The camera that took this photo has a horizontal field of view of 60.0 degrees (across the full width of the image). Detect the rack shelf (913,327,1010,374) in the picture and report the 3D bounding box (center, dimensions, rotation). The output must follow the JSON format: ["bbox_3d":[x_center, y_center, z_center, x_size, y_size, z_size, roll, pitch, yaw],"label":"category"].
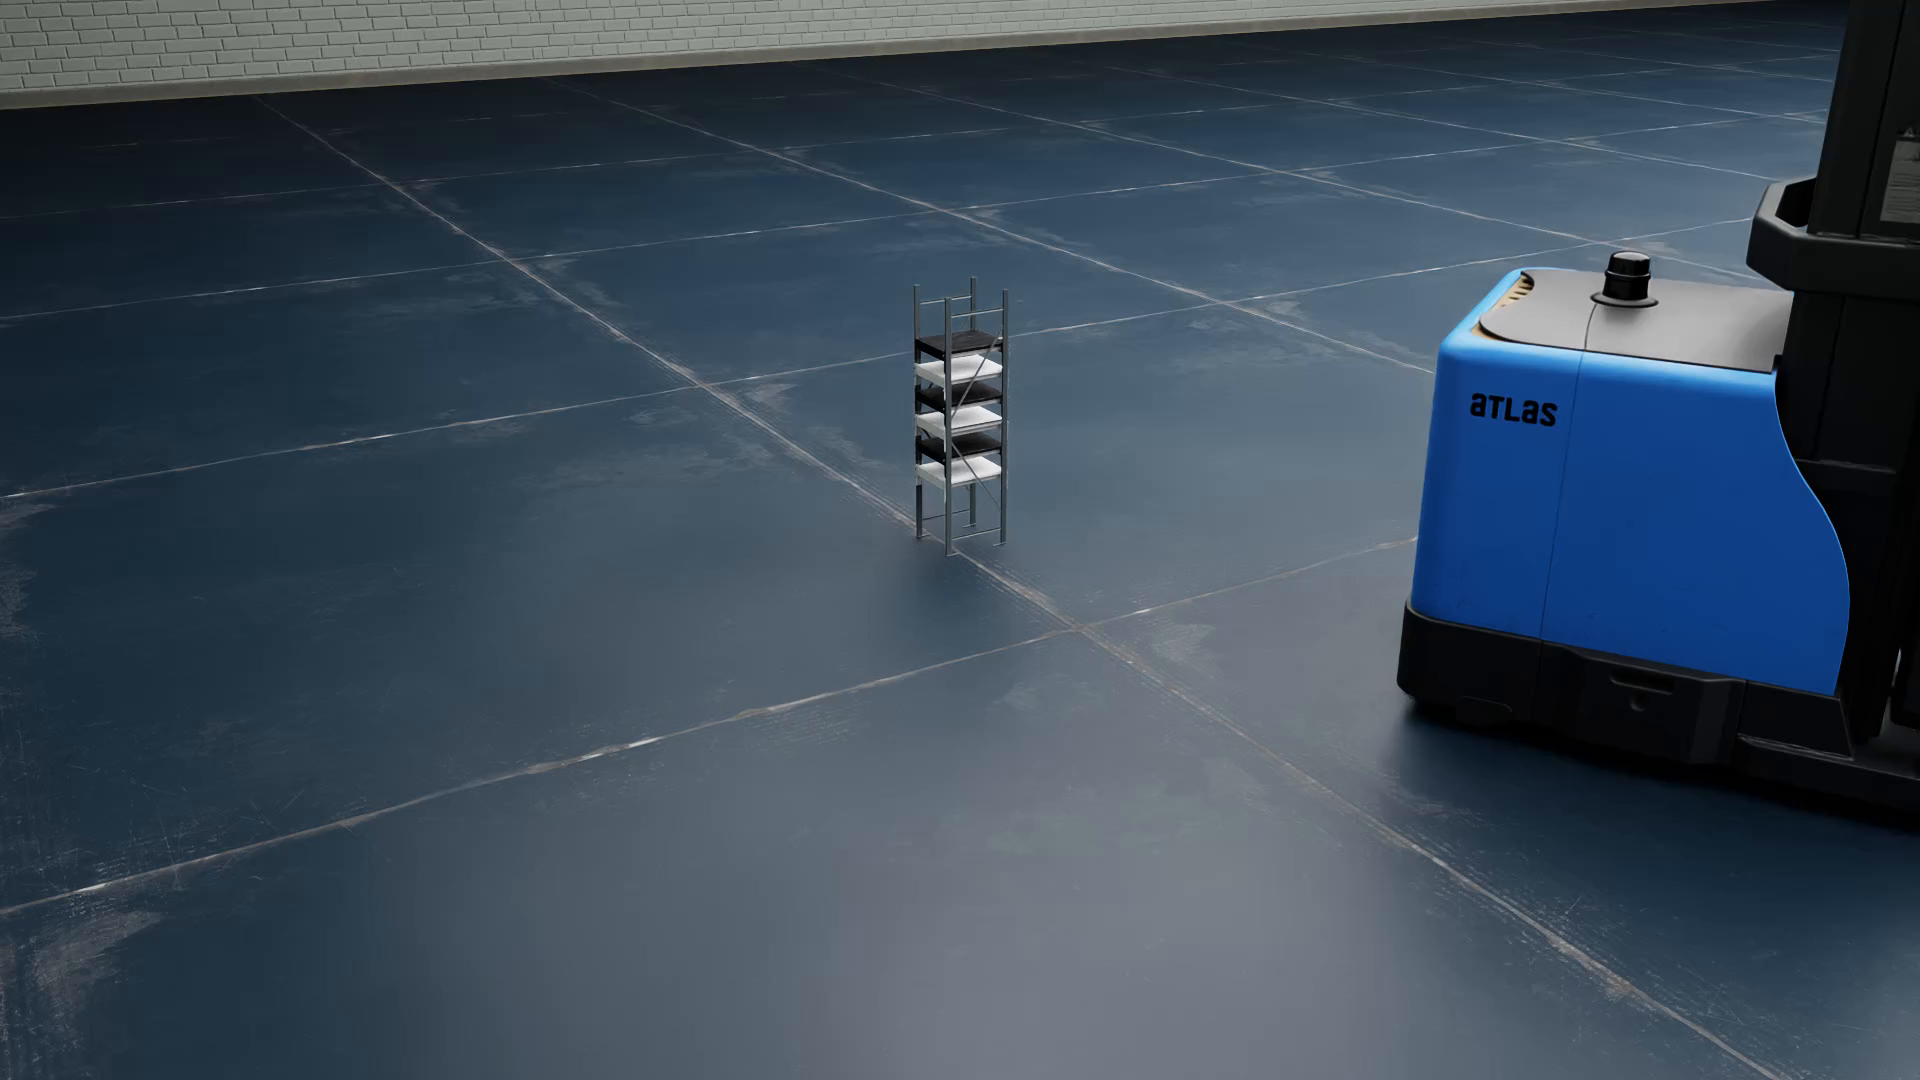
[{"bbox_3d":[0.004,-0.633,5.546,0.258,0.077,0.200,-13,25,-28],"label":"rack shelf"}]

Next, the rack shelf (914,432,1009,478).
[{"bbox_3d":[0.004,-0.300,5.682,0.258,0.077,0.200,-13,25,-28],"label":"rack shelf"}]

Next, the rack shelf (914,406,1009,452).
[{"bbox_3d":[0.004,-0.383,5.648,0.258,0.077,0.200,-13,25,-28],"label":"rack shelf"}]

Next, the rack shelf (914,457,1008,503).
[{"bbox_3d":[0.004,-0.217,5.716,0.258,0.077,0.200,-13,25,-28],"label":"rack shelf"}]

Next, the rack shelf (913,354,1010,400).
[{"bbox_3d":[0.004,-0.550,5.580,0.258,0.077,0.200,-13,25,-28],"label":"rack shelf"}]

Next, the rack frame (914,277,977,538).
[{"bbox_3d":[-0.048,-0.447,5.717,0.240,0.900,0.006,-13,25,-28],"label":"rack frame"}]

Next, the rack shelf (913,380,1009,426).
[{"bbox_3d":[0.004,-0.467,5.614,0.258,0.077,0.200,-13,25,-28],"label":"rack shelf"}]

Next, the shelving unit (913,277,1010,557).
[{"bbox_3d":[0.004,-0.414,5.636,0.258,0.900,0.210,-13,25,-28],"label":"shelving unit"}]

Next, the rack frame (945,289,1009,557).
[{"bbox_3d":[0.056,-0.381,5.555,0.240,0.900,0.006,-13,25,-28],"label":"rack frame"}]

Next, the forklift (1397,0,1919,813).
[{"bbox_3d":[2.765,-0.779,3.834,3.031,2.935,1.130,11,25,26],"label":"forklift"}]
